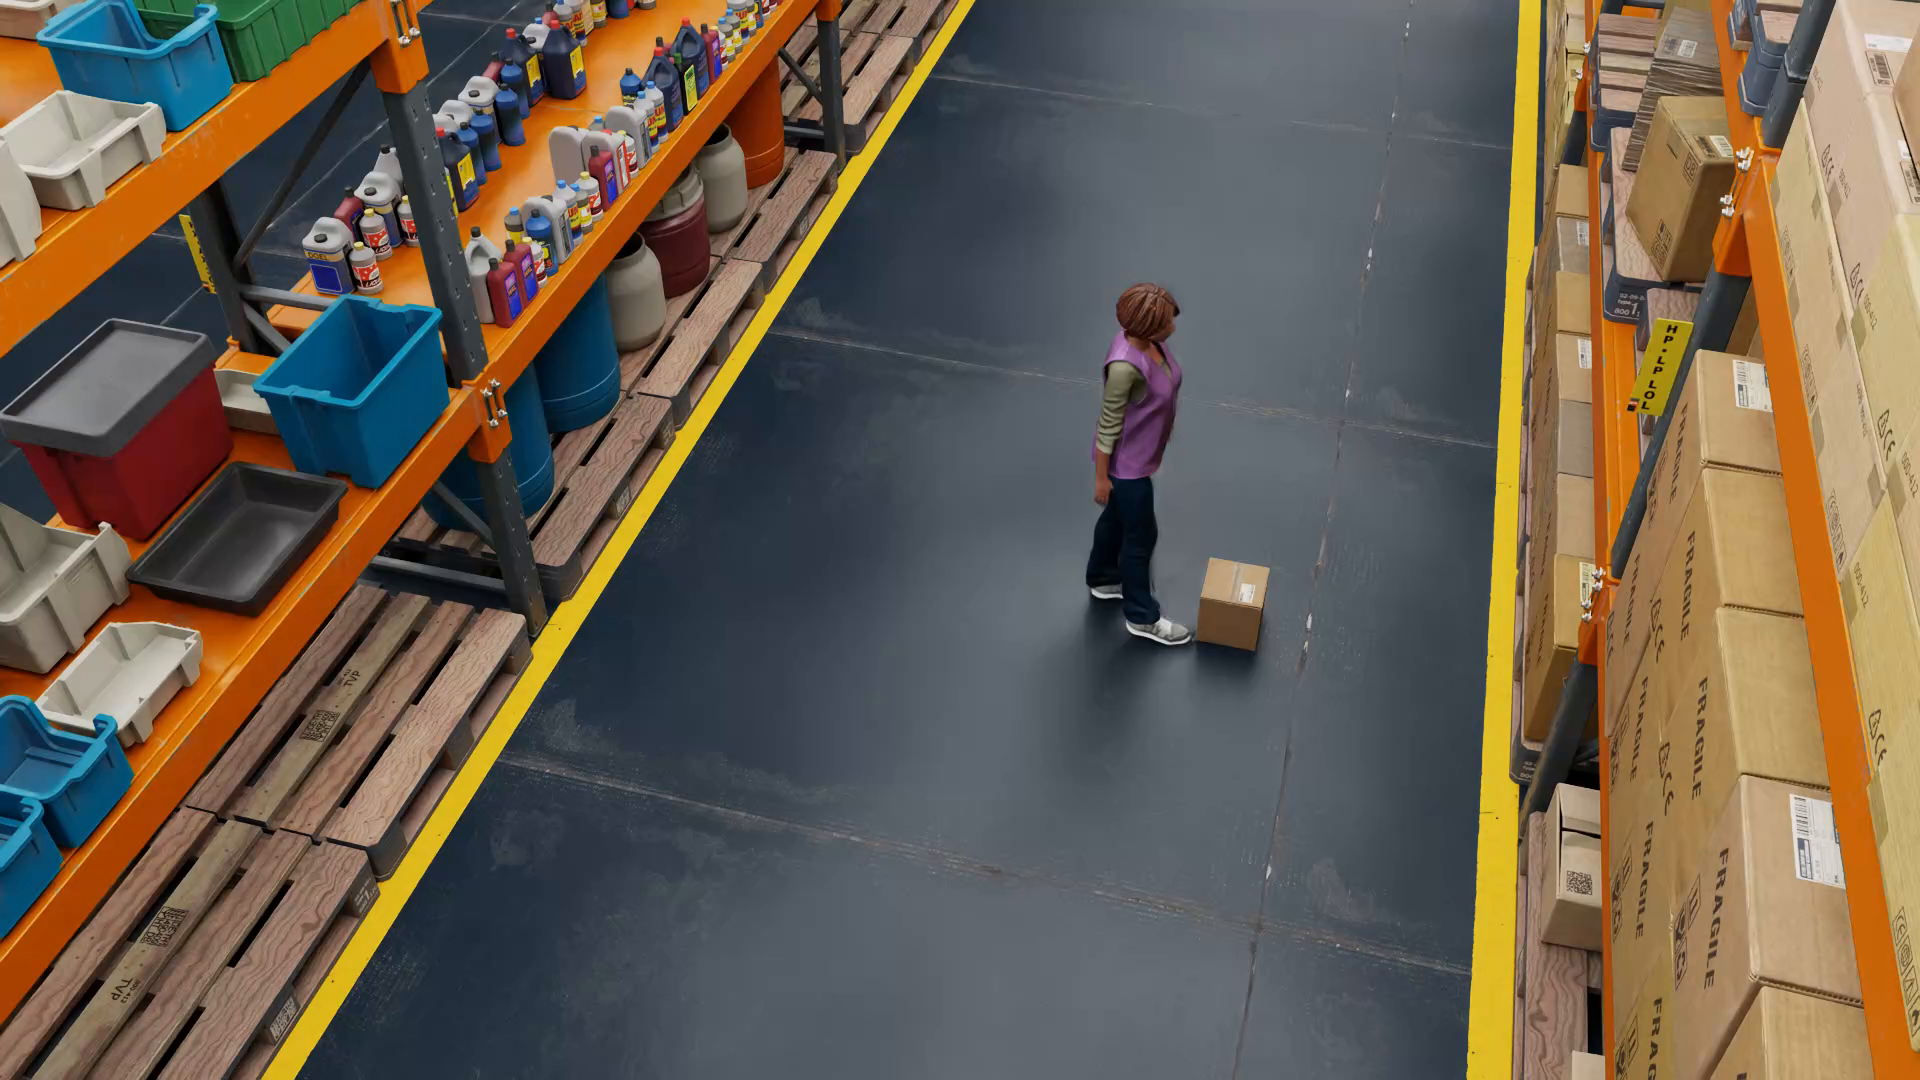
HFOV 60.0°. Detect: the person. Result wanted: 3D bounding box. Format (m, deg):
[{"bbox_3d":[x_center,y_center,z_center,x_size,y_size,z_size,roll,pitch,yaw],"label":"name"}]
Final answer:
[{"bbox_3d":[0.761,-0.323,6.518,0.485,1.599,0.445,10,43,11],"label":"person"}]
